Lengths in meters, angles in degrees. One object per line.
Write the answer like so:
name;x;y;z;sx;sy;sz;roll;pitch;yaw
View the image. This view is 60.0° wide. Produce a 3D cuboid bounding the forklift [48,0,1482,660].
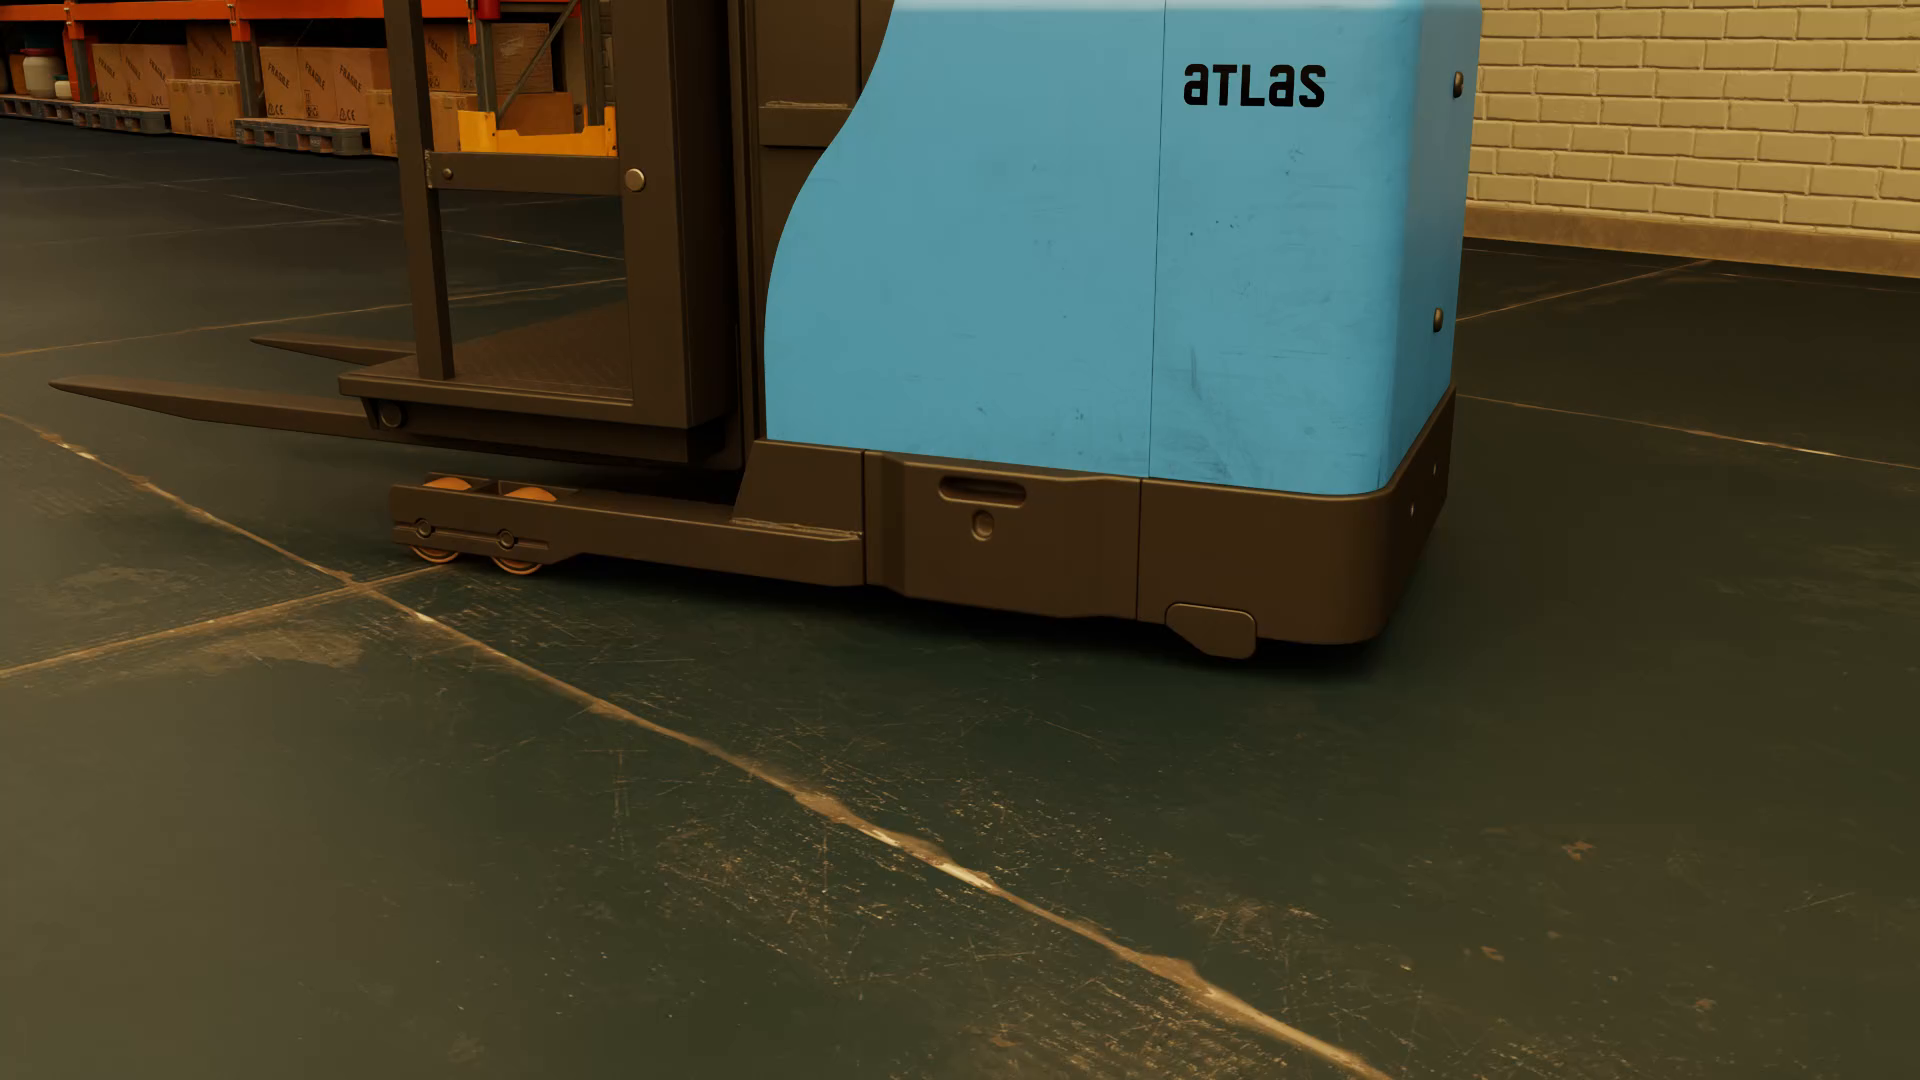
forklift;-0.563;-1.469;3.184;3.031;2.935;1.130;7;18;21
